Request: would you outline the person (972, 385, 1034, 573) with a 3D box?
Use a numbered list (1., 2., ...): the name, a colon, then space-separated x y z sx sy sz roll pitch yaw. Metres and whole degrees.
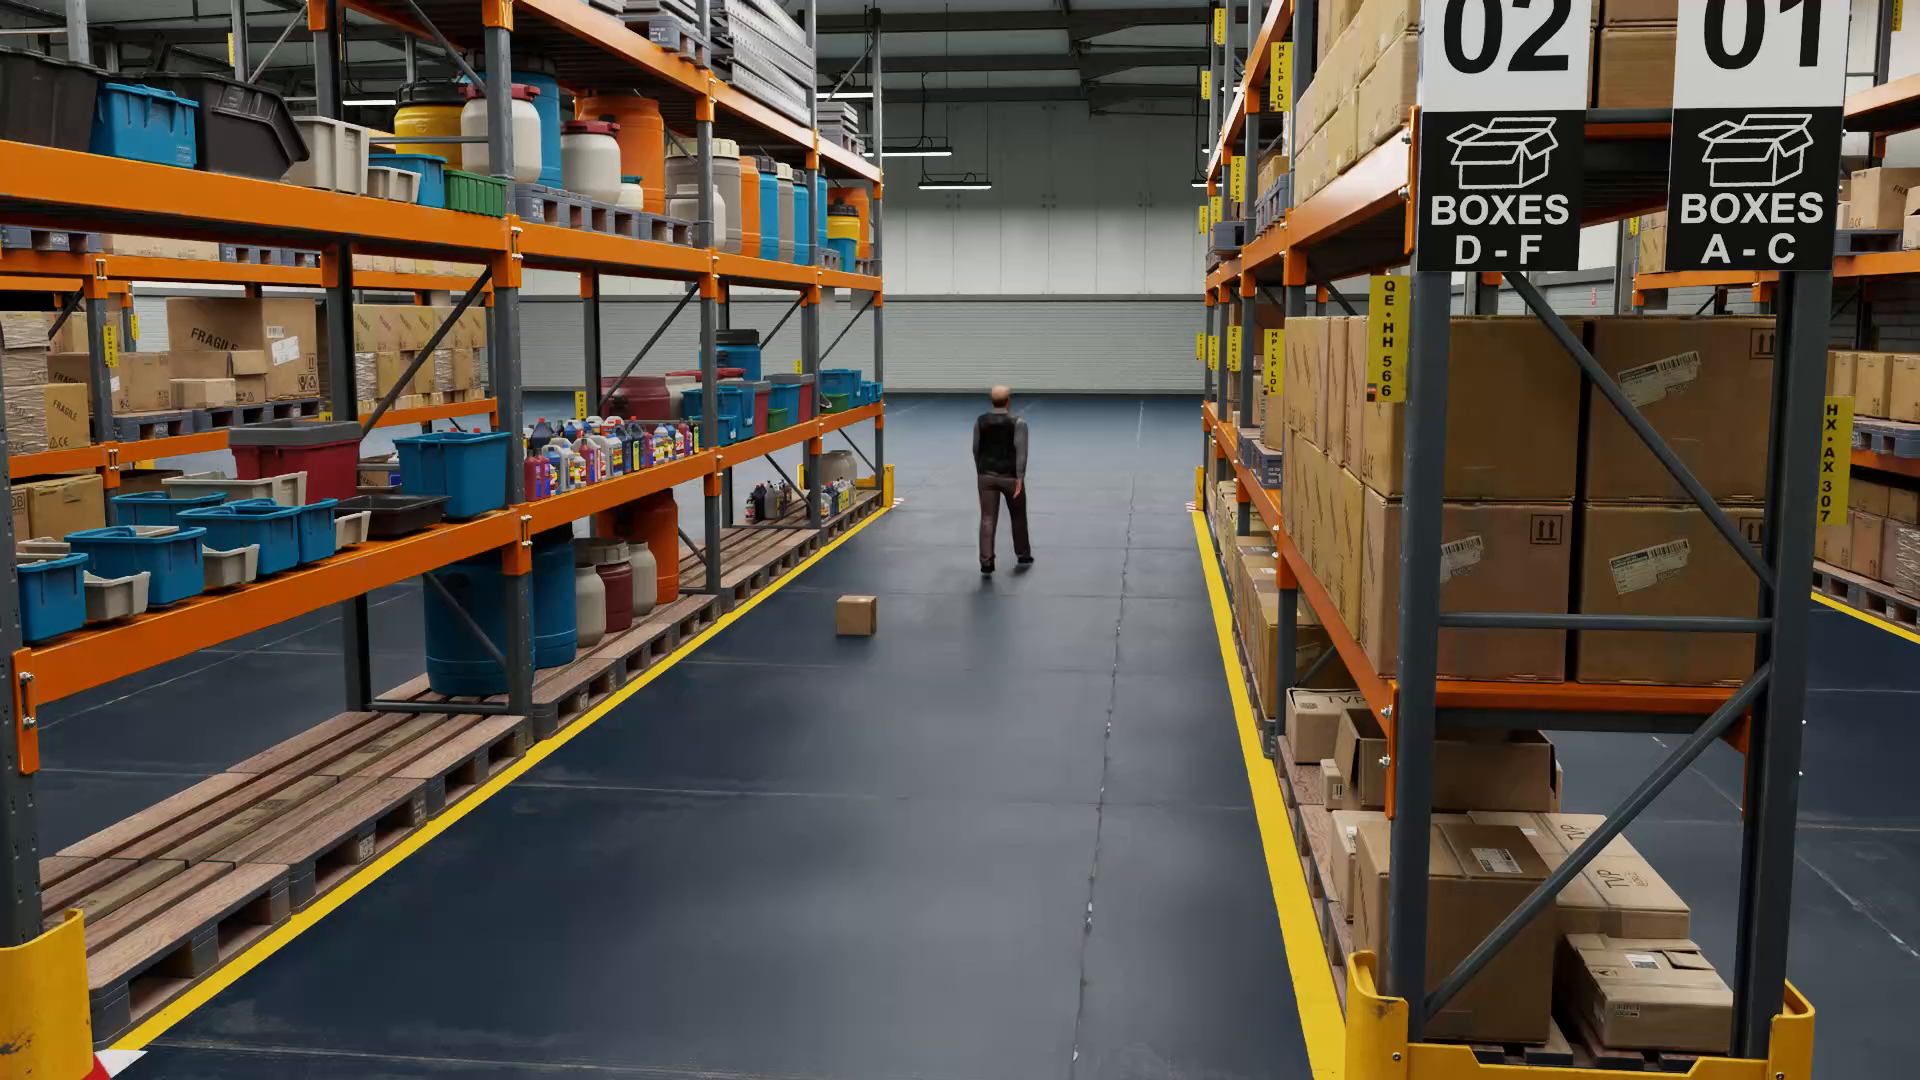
1. person: 0.394 -0.579 15.165 0.543 1.671 0.969 2 8 14
